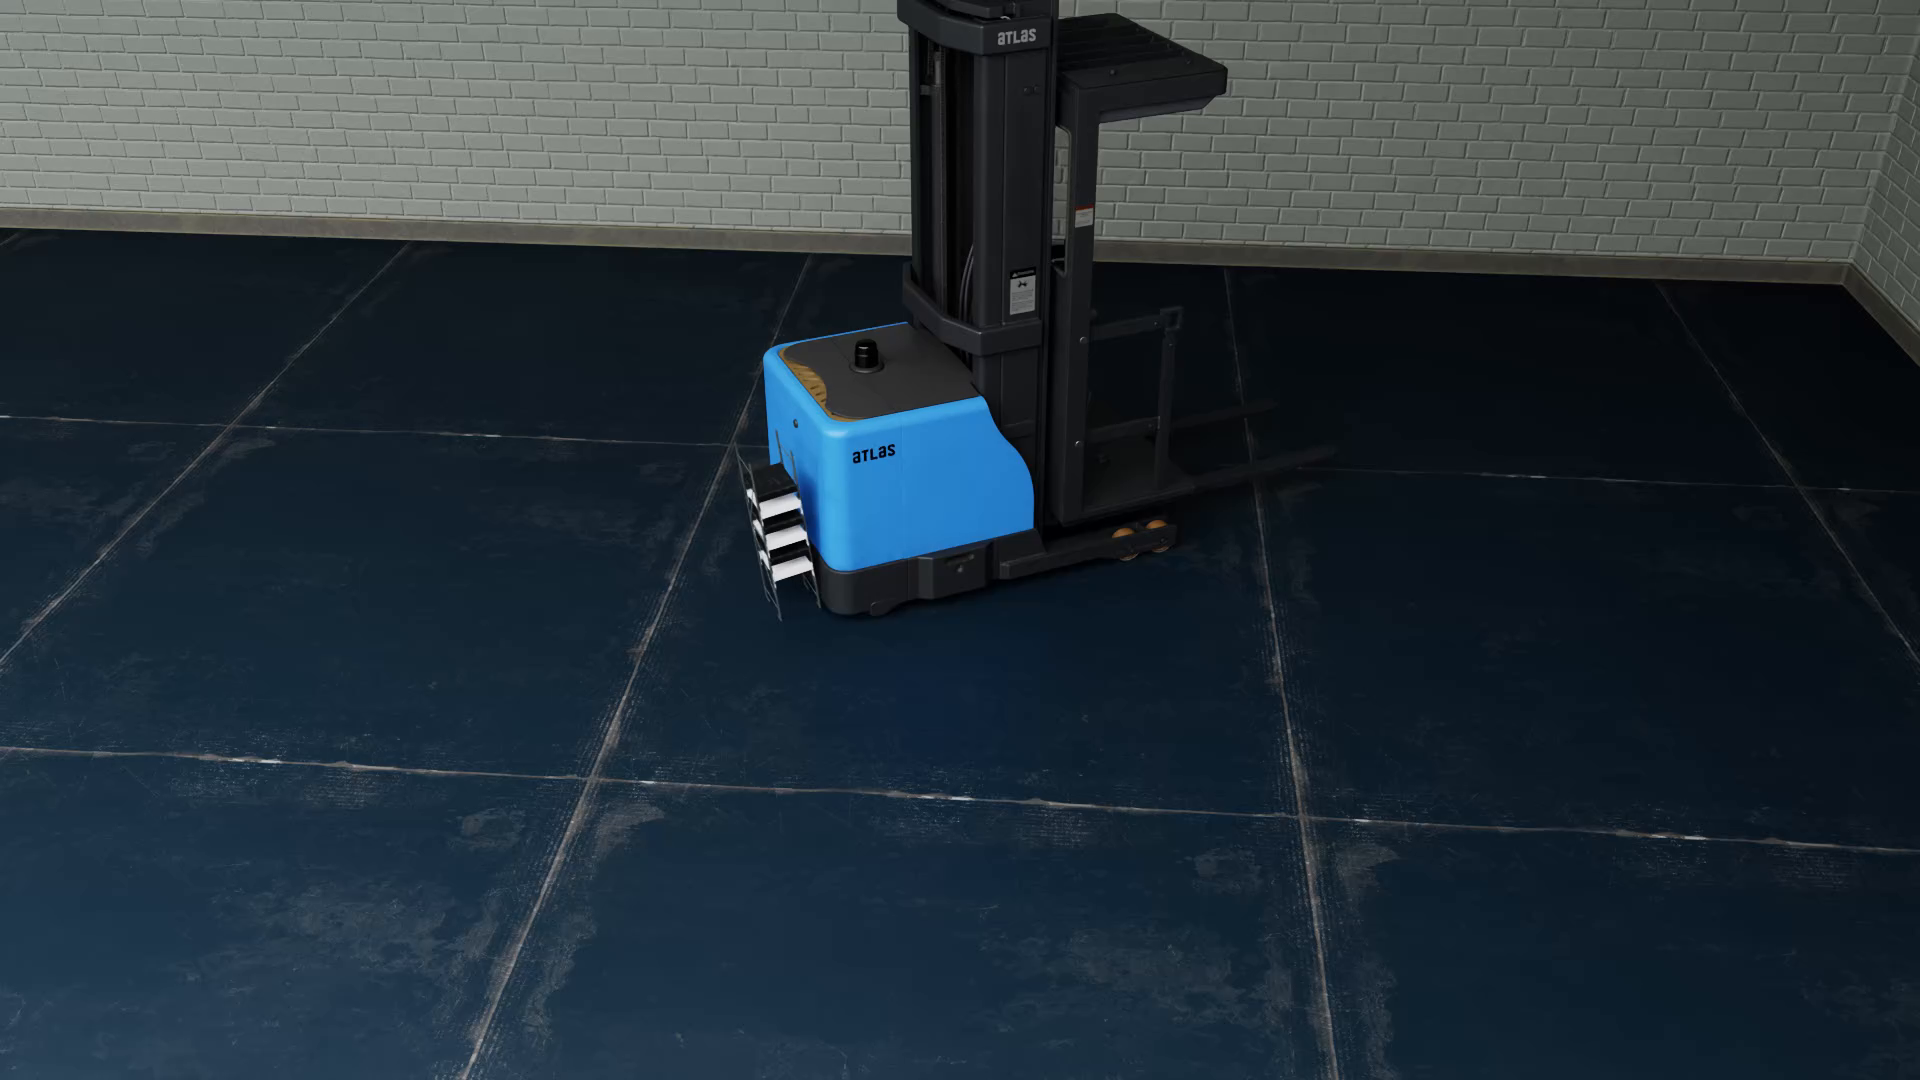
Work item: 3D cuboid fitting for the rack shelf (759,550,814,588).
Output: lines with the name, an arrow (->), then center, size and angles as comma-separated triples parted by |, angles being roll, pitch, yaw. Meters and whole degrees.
rack shelf -> -0.849, 0.113, 8.095 | 0.200, 0.077, 0.258 | -18, 36, -16

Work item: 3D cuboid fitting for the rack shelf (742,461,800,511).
rack shelf -> -0.894, -0.258, 7.844 | 0.200, 0.077, 0.258 | -18, 36, -16

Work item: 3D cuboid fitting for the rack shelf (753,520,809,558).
rack shelf -> -0.867, -0.035, 7.995 | 0.200, 0.077, 0.258 | -18, 36, -16

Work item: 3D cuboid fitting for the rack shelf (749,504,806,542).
rack shelf -> -0.876, -0.109, 7.944 | 0.200, 0.077, 0.258 | -18, 36, -16

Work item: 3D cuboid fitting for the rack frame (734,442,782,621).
rack frame -> -0.963, -0.032, 7.948 | 0.006, 0.900, 0.240 | -18, 36, -16

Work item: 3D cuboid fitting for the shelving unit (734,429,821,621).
shelving unit -> -0.870, -0.063, 7.976 | 0.210, 0.900, 0.258 | -18, 36, -16

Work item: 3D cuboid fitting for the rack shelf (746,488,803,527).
rack shelf -> -0.885, -0.183, 7.894 | 0.200, 0.077, 0.258 | -18, 36, -16

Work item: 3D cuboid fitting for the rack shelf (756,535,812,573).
rack shelf -> -0.858, 0.039, 8.045 | 0.200, 0.077, 0.258 | -18, 36, -16

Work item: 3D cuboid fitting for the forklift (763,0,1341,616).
forklift -> 0.571, -1.381, 8.197 | 3.031, 2.935, 1.130 | -13, 34, -20

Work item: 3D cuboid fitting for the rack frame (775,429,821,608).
rack frame -> -0.778, -0.093, 8.005 | 0.006, 0.900, 0.240 | -18, 36, -16
